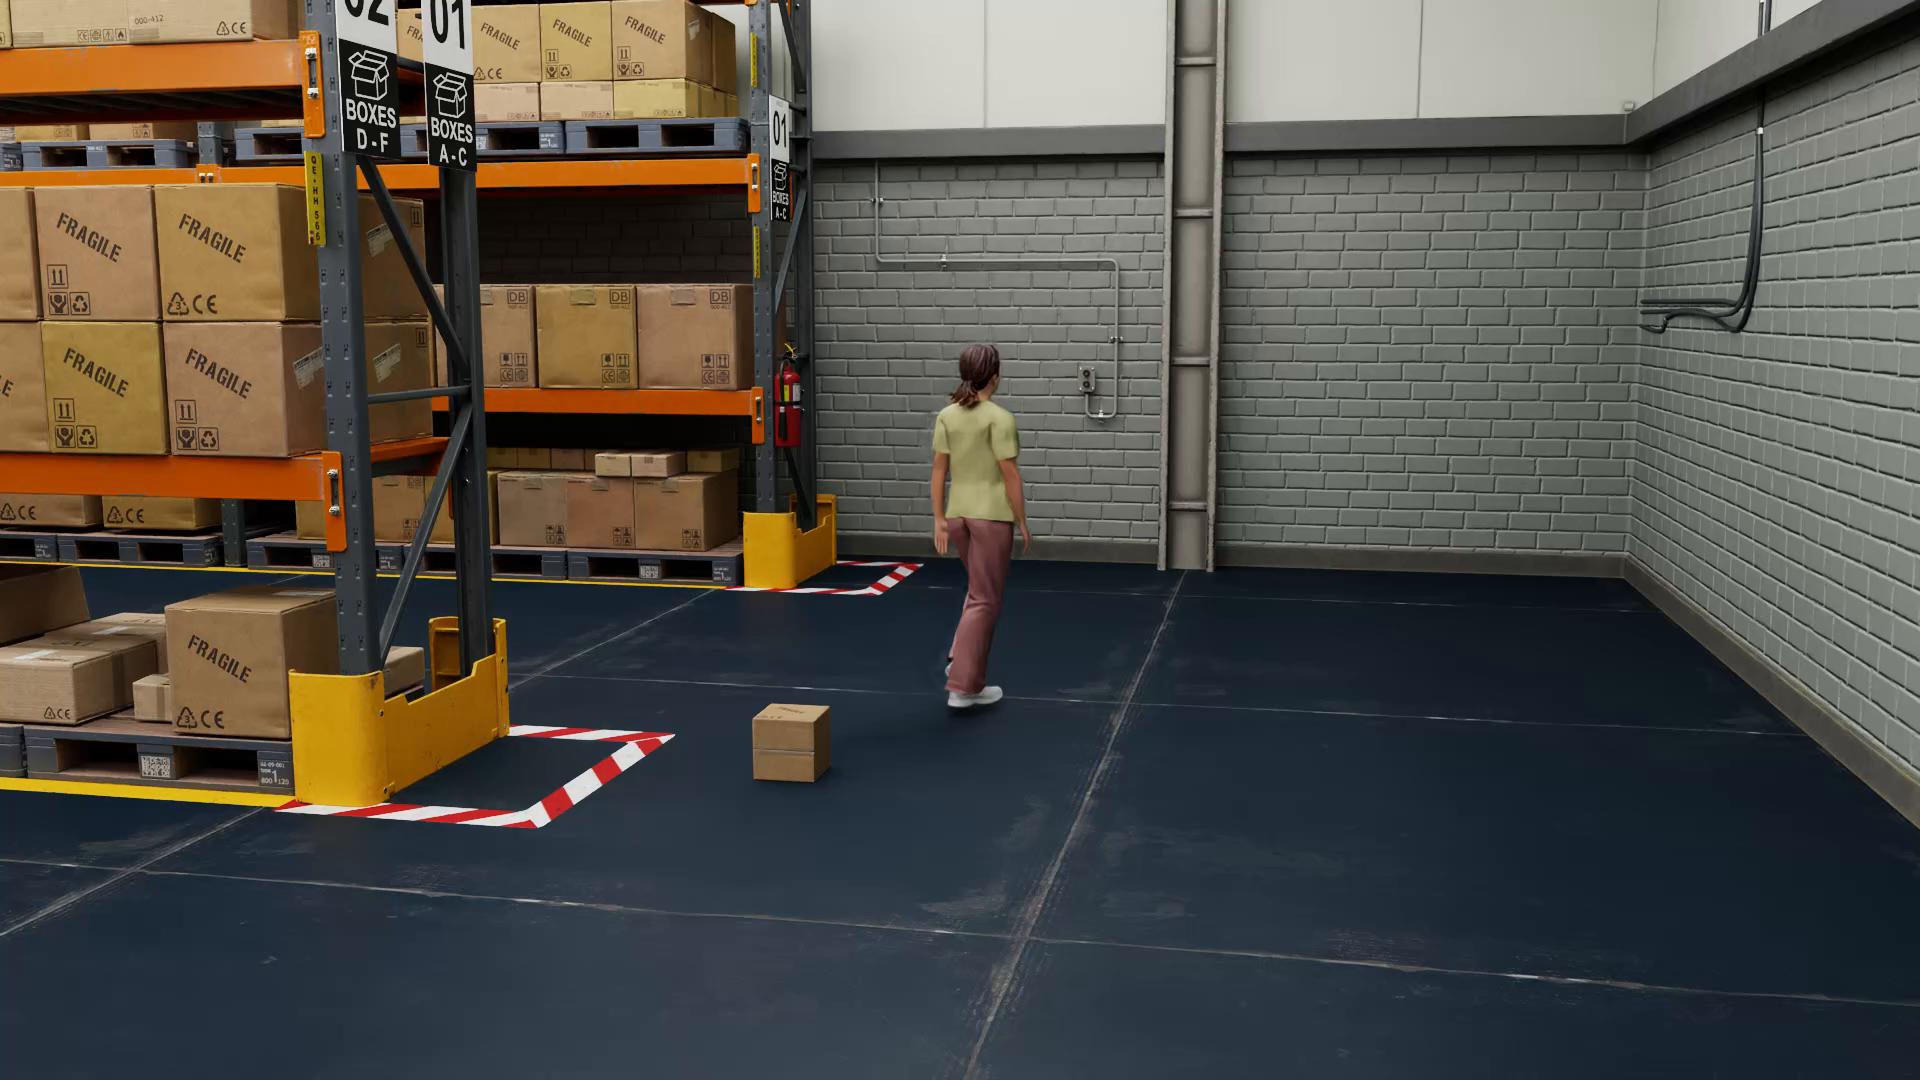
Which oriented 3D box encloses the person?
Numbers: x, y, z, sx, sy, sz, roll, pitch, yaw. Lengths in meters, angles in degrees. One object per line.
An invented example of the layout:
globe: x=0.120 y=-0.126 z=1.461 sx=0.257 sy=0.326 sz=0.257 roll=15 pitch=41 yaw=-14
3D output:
person: x=0.122 y=-0.051 z=7.640 sx=0.442 sy=1.692 sz=0.469 roll=8 pitch=11 yaw=43
